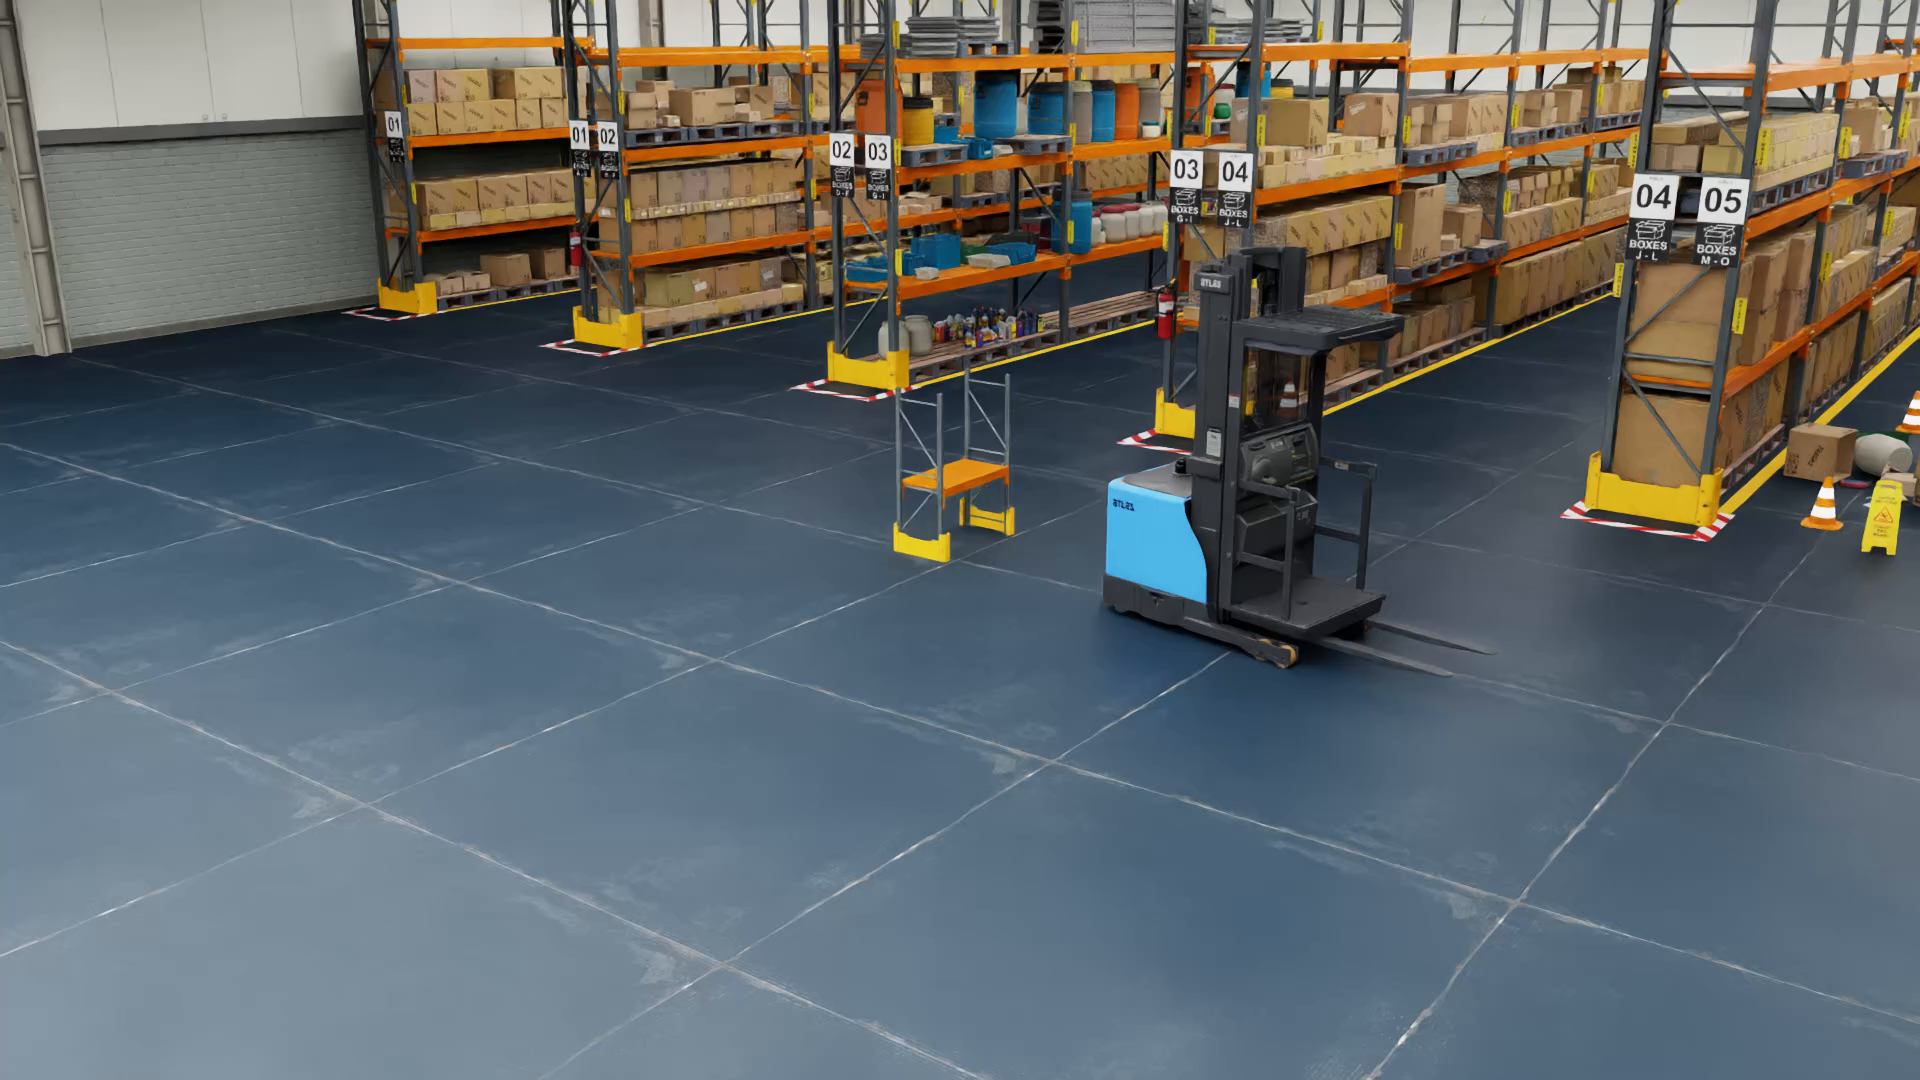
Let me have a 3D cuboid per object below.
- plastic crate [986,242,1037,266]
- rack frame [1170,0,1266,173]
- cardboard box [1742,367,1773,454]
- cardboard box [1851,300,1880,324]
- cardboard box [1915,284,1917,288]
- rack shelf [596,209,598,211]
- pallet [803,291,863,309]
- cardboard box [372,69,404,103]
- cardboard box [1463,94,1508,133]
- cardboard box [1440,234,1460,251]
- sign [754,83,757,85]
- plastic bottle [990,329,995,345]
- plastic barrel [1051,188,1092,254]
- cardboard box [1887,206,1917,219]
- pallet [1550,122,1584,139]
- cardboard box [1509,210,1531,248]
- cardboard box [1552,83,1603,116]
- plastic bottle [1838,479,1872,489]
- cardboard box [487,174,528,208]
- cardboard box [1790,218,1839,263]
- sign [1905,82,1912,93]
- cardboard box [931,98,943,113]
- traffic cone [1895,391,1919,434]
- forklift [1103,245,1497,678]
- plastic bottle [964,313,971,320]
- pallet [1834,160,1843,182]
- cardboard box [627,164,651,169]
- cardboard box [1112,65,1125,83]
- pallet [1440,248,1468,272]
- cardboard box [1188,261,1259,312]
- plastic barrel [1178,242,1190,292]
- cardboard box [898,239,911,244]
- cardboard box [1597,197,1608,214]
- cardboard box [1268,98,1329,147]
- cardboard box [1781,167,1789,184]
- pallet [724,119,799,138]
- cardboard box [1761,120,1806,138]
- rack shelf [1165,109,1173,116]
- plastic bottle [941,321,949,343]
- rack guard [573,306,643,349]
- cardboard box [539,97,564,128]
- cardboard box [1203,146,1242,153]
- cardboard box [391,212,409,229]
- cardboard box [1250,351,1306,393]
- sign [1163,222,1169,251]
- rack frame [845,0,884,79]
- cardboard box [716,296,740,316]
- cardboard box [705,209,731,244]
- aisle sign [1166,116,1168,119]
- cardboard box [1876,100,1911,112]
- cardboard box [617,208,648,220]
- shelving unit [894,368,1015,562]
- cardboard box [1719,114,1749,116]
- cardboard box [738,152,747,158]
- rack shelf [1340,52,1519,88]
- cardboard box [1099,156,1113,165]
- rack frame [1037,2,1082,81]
[{"bbox_3d":[0.727,-4.046,23.471,0.499,0.251,0.616,12,21,35],"label":"plastic crate"},{"bbox_3d":[2.762,-5.465,17.676,1.000,3.000,0.127,12,21,35],"label":"rack frame"},{"bbox_3d":[8.104,-1.486,17.851,0.875,0.875,0.875,13,21,35],"label":"cardboard box"},{"bbox_3d":[12.058,-3.092,22.390,0.500,0.250,0.500,11,21,32],"label":"cardboard box"},{"bbox_3d":[14.667,-3.917,25.901,0.380,0.149,0.250,12,21,33],"label":"cardboard box"},{"bbox_3d":[-5.597,-6.312,31.730,1.077,0.370,4.000,12,21,35],"label":"rack shelf"},{"bbox_3d":[-2.400,-4.155,28.275,1.003,0.211,1.213,12,21,35],"label":"pallet"},{"bbox_3d":[-9.125,-7.342,26.890,0.500,0.500,0.500,14,22,37],"label":"cardboard box"},{"bbox_3d":[7.446,-6.067,23.660,0.500,0.500,0.500,13,22,36],"label":"cardboard box"},{"bbox_3d":[6.752,-4.197,23.227,0.396,0.266,0.258,12,21,33],"label":"cardboard box"},{"bbox_3d":[-3.971,-8.715,32.326,0.100,0.325,0.005,12,21,35],"label":"sign"},{"bbox_3d":[0.438,-2.855,23.363,0.097,0.201,0.097,0,17,0],"label":"plastic bottle"},{"bbox_3d":[1.641,-4.706,24.502,0.600,0.901,0.708,12,21,35],"label":"plastic barrel"},{"bbox_3d":[13.753,-4.793,24.338,0.380,0.149,0.250,14,22,37],"label":"cardboard box"},{"bbox_3d":[9.406,-6.573,26.622,0.805,0.209,1.217,11,21,33],"label":"pallet"},{"bbox_3d":[8.343,-4.745,25.302,0.500,0.500,0.500,12,21,33],"label":"cardboard box"},{"bbox_3d":[10.330,-7.384,27.867,0.700,0.500,0.500,11,20,31],"label":"cardboard box"},{"bbox_3d":[9.139,-0.569,16.979,0.283,0.061,0.133,5,18,16],"label":"plastic bottle"},{"bbox_3d":[-7.733,-5.946,28.294,0.500,0.500,0.500,13,22,36],"label":"cardboard box"},{"bbox_3d":[9.966,-3.540,19.738,0.700,0.500,0.500,13,21,35],"label":"cardboard box"},{"bbox_3d":[15.783,-7.456,27.672,0.100,0.325,0.005,12,21,35],"label":"sign"},{"bbox_3d":[-0.650,-7.701,29.477,0.500,0.250,0.500,11,20,31],"label":"cardboard box"},{"bbox_3d":[11.081,-1.494,19.280,0.336,0.463,0.334,12,21,35],"label":"traffic cone"},{"bbox_3d":[2.547,-0.633,12.345,1.130,2.935,3.031,-16,24,-42],"label":"forklift"},{"bbox_3d":[0.109,-3.145,24.159,0.061,0.283,0.133,14,22,37],"label":"plastic bottle"},{"bbox_3d":[9.576,-4.221,19.049,0.805,0.209,1.217,11,21,33],"label":"pallet"},{"bbox_3d":[-6.119,-6.684,30.805,0.700,0.500,0.500,15,23,40],"label":"cardboard box"},{"bbox_3d":[2.923,-9.504,33.886,0.700,0.500,0.500,12,21,35],"label":"cardboard box"},{"bbox_3d":[6.382,-3.935,23.189,1.003,0.211,1.213,12,21,35],"label":"pallet"},{"bbox_3d":[3.112,-2.916,18.913,0.875,0.500,0.500,12,21,35],"label":"cardboard box"},{"bbox_3d":[3.829,-4.665,28.165,0.600,0.830,0.708,12,21,35],"label":"plastic barrel"},{"bbox_3d":[-0.972,-5.340,30.369,0.500,0.311,0.500,13,22,37],"label":"cardboard box"},{"bbox_3d":[10.703,-5.712,28.338,0.500,0.250,0.500,12,21,34],"label":"cardboard box"},{"bbox_3d":[3.864,-4.767,18.973,0.500,0.500,0.500,12,21,34],"label":"cardboard box"},{"bbox_3d":[7.749,-3.526,16.037,0.380,0.149,0.250,13,21,35],"label":"cardboard box"},{"bbox_3d":[-3.295,-6.487,26.173,1.003,0.211,1.213,12,21,35],"label":"pallet"},{"bbox_3d":[8.051,-4.028,16.309,0.380,0.149,0.250,13,21,35],"label":"cardboard box"},{"bbox_3d":[3.150,-8.775,34.605,1.077,0.370,4.000,12,21,35],"label":"rack shelf"},{"bbox_3d":[-0.215,-2.940,23.498,0.061,0.283,0.133,12,21,35],"label":"plastic bottle"},{"bbox_3d":[-5.206,-3.152,24.558,1.175,0.500,0.348,12,21,35],"label":"rack guard"},{"bbox_3d":[-7.202,-7.387,28.718,0.500,0.500,0.500,10,20,30],"label":"cardboard box"},{"bbox_3d":[2.927,-4.314,18.608,0.380,0.149,0.250,12,21,33],"label":"cardboard box"},{"bbox_3d":[-9.049,-5.310,27.510,0.500,0.250,0.500,13,21,35],"label":"cardboard box"},{"bbox_3d":[3.865,-2.047,20.291,0.500,0.500,0.500,15,23,40],"label":"cardboard box"},{"bbox_3d":[2.329,-3.407,18.679,0.100,0.325,0.005,12,21,35],"label":"sign"},{"bbox_3d":[-2.022,-10.949,35.336,1.000,3.000,0.127,12,21,35],"label":"rack frame"},{"bbox_3d":[-3.798,-3.685,25.986,0.500,0.250,0.500,12,21,35],"label":"cardboard box"},{"bbox_3d":[-3.983,-4.878,25.731,0.700,0.500,0.500,13,22,36],"label":"cardboard box"},{"bbox_3d":[4.629,-9.366,35.970,0.394,0.787,0.004,12,21,35],"label":"aisle sign"},{"bbox_3d":[12.342,-5.689,21.996,0.396,0.266,0.258,12,21,35],"label":"cardboard box"},{"bbox_3d":[-4.784,-4.765,24.273,0.380,0.149,0.250,12,21,34],"label":"cardboard box"},{"bbox_3d":[-0.045,-0.698,14.969,0.587,1.500,1.083,12,21,35],"label":"shelving unit"},{"bbox_3d":[8.126,-4.386,17.460,0.380,0.149,0.250,12,21,34],"label":"cardboard box"},{"bbox_3d":[-4.343,-7.843,33.480,0.500,0.250,0.500,13,22,36],"label":"cardboard box"},{"bbox_3d":[6.337,-6.360,22.444,1.077,0.370,4.000,12,21,35],"label":"rack shelf"},{"bbox_3d":[2.773,-7.921,33.844,0.500,0.500,0.500,12,21,33],"label":"cardboard box"},{"bbox_3d":[1.959,-10.075,32.520,1.000,3.000,0.127,12,21,35],"label":"rack frame"}]
